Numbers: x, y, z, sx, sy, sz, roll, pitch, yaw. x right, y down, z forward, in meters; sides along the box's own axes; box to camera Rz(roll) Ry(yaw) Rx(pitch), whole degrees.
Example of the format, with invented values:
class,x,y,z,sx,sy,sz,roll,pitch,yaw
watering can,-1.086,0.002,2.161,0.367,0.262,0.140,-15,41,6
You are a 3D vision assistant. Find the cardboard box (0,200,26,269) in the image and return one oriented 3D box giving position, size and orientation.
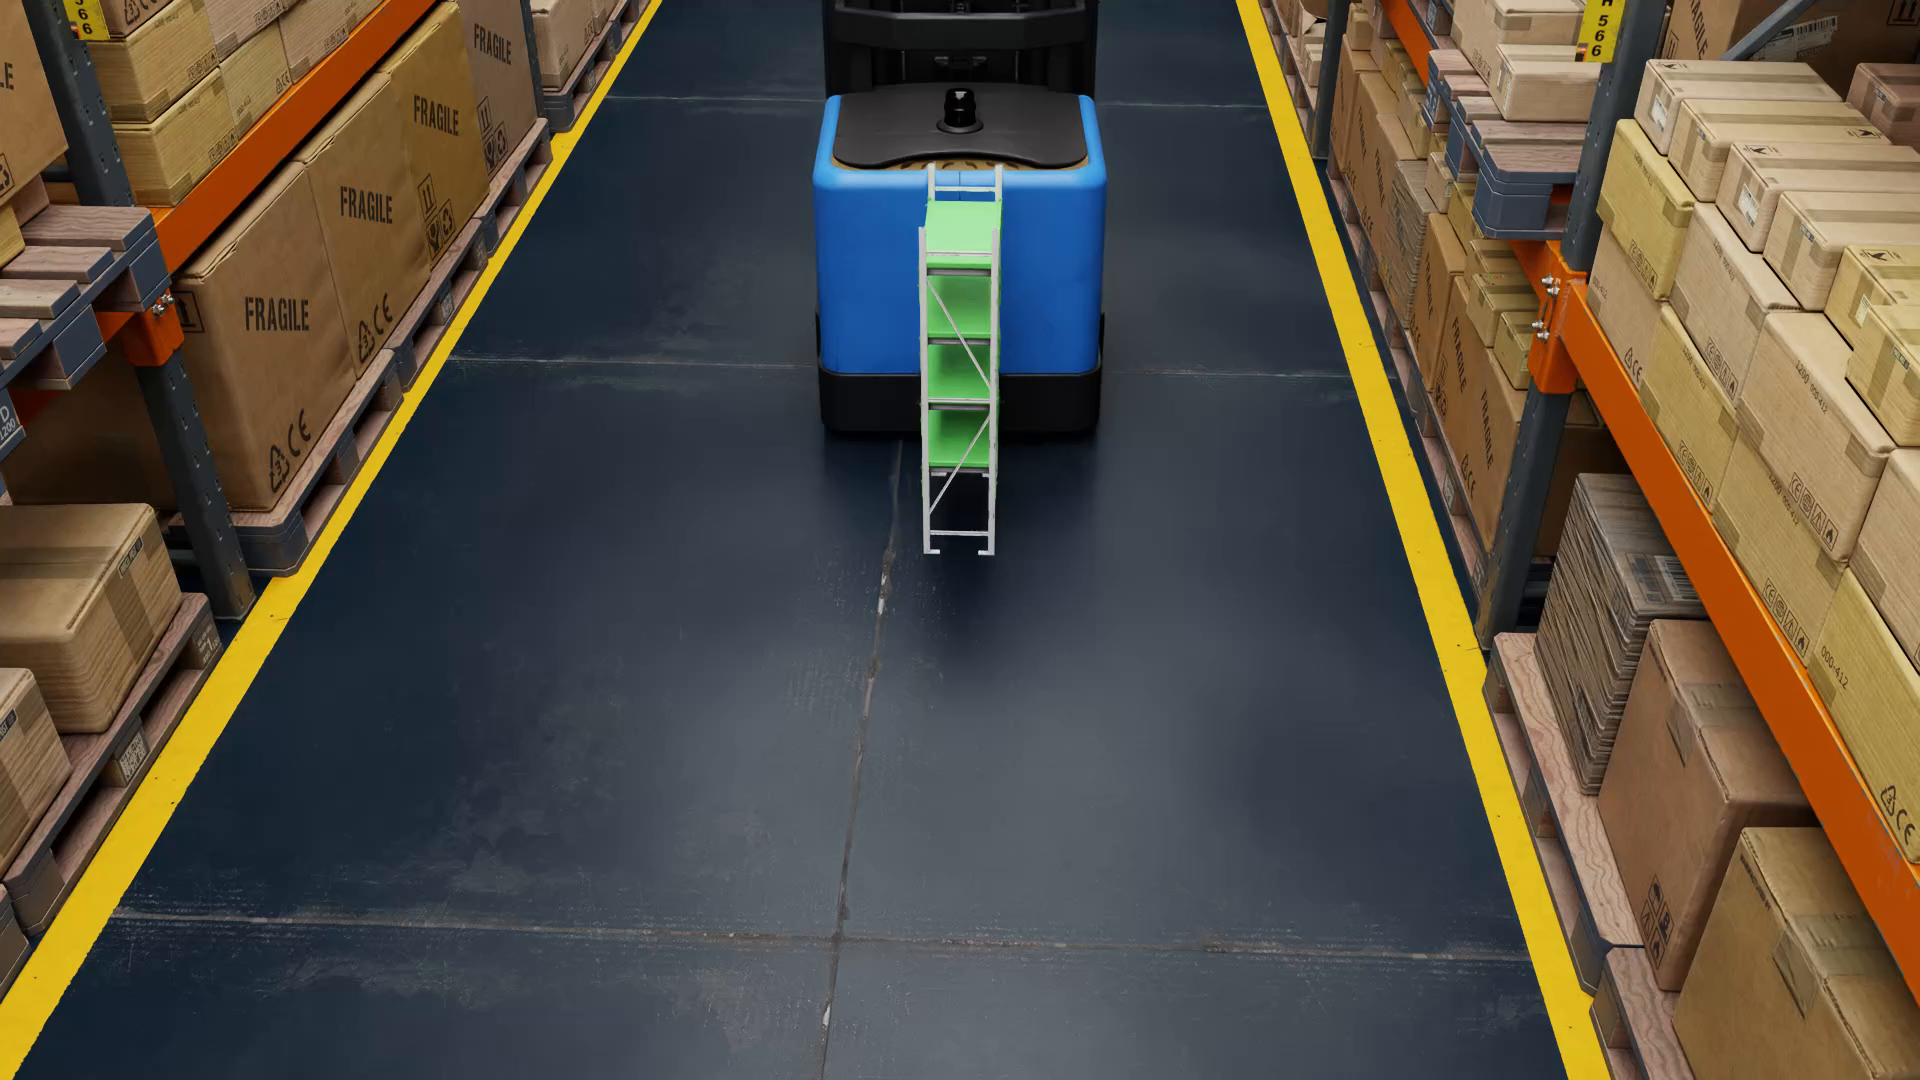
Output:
class,x,y,z,sx,sy,sz,roll,pitch,yaw
cardboard box,-2.530,-0.726,4.028,0.380,0.149,0.250,2,35,3

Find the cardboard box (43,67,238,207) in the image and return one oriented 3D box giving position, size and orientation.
class,x,y,z,sx,sy,sz,roll,pitch,yaw
cardboard box,-2.542,-1.221,5.008,0.500,0.250,0.500,1,35,1

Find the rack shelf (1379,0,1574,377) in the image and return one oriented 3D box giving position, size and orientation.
class,x,y,z,sx,sy,sz,roll,pitch,yaw
rack shelf,2.227,-1.749,6.255,1.077,0.370,4.000,1,35,2

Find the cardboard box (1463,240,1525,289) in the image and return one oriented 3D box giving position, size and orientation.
class,x,y,z,sx,sy,sz,roll,pitch,yaw
cardboard box,1.948,-0.906,5.675,0.380,0.149,0.250,0,35,0

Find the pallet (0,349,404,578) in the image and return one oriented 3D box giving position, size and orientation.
class,x,y,z,sx,sy,sz,roll,pitch,yaw
pallet,-2.706,-0.317,6.017,1.003,0.211,1.213,1,35,2

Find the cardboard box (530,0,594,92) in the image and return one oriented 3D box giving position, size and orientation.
class,x,y,z,sx,sy,sz,roll,pitch,yaw
cardboard box,-2.520,-2.786,8.969,0.875,0.438,0.875,1,35,1

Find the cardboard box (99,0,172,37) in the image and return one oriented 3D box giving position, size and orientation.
class,x,y,z,sx,sy,sz,roll,pitch,yaw
cardboard box,-2.549,-1.734,4.652,0.500,0.500,0.500,0,35,0

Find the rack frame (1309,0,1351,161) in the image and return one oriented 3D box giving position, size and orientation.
class,x,y,z,sx,sy,sz,roll,pitch,yaw
rack frame,2.307,-3.192,7.683,1.000,3.000,0.127,1,35,2

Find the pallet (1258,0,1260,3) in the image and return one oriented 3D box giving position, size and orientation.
class,x,y,z,sx,sy,sz,roll,pitch,yaw
pallet,2.434,-3.848,11.041,1.003,0.211,1.213,1,35,2

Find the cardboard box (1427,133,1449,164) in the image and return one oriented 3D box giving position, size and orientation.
class,x,y,z,sx,sy,sz,roll,pitch,yaw
cardboard box,2.055,-1.499,6.519,0.380,0.149,0.250,1,35,2

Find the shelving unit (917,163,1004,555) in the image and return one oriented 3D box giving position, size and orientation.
class,x,y,z,sx,sy,sz,roll,pitch,yaw
shelving unit,0.007,-0.586,5.540,0.258,1.200,0.503,1,35,2

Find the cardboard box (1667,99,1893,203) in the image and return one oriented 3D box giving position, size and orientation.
class,x,y,z,sx,sy,sz,roll,pitch,yaw
cardboard box,1.830,-0.871,3.729,0.380,0.149,0.250,2,35,3

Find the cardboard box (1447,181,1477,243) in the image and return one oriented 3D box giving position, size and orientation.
class,x,y,z,sx,sy,sz,roll,pitch,yaw
cardboard box,2.013,-1.200,6.093,0.380,0.149,0.250,1,35,1

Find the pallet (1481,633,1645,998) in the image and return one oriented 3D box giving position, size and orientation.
class,x,y,z,sx,sy,sz,roll,pitch,yaw
pallet,2.074,0.719,4.543,1.003,0.211,1.213,1,35,2

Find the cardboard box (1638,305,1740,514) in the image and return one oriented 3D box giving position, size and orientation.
class,x,y,z,sx,sy,sz,roll,pitch,yaw
cardboard box,1.859,-0.295,3.691,0.500,0.250,0.500,1,35,1

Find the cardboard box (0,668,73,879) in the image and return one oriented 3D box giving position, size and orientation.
class,x,y,z,sx,sy,sz,roll,pitch,yaw
cardboard box,-2.868,0.645,4.143,0.950,0.372,0.625,1,35,1

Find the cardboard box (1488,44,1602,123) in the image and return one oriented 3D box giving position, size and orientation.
class,x,y,z,sx,sy,sz,roll,pitch,yaw
cardboard box,1.789,-1.349,4.914,0.380,0.149,0.250,2,35,3

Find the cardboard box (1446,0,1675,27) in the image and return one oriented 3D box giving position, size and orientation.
class,x,y,z,sx,sy,sz,roll,pitch,yaw
cardboard box,2.027,-2.050,5.603,0.797,0.503,0.637,1,35,1

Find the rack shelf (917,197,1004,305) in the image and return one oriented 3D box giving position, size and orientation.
class,x,y,z,sx,sy,sz,roll,pitch,yaw
rack shelf,0.007,-0.926,5.301,0.258,0.148,0.480,1,35,2

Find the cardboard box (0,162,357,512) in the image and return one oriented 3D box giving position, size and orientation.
class,x,y,z,sx,sy,sz,roll,pitch,yaw
cardboard box,-2.703,-0.704,5.626,0.875,0.875,0.875,1,35,1

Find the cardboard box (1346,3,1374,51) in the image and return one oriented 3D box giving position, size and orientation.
class,x,y,z,sx,sy,sz,roll,pitch,yaw
cardboard box,2.027,-2.407,7.810,0.380,0.149,0.250,3,35,4

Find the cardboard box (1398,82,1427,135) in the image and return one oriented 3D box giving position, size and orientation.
class,x,y,z,sx,sy,sz,roll,pitch,yaw
cardboard box,2.049,-1.798,6.944,0.380,0.149,0.250,1,35,2

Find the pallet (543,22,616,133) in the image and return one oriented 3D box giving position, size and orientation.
class,x,y,z,sx,sy,sz,roll,pitch,yaw
pallet,-2.544,-2.599,9.264,1.003,0.211,1.213,1,35,2

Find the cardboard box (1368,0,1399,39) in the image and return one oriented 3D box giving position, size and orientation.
class,x,y,z,sx,sy,sz,roll,pitch,yaw
cardboard box,2.064,-2.378,7.511,0.380,0.149,0.250,0,35,0

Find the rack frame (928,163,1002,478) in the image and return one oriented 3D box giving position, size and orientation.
class,x,y,z,sx,sy,sz,roll,pitch,yaw
rack frame,0.016,-0.726,5.740,0.240,1.200,0.015,1,35,2

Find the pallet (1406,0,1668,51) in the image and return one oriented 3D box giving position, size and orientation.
class,x,y,z,sx,sy,sz,roll,pitch,yaw
pallet,2.220,-1.933,6.059,1.003,0.211,1.213,1,35,2

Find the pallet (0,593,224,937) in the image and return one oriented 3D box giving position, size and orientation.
class,x,y,z,sx,sy,sz,roll,pitch,yaw
pallet,-2.846,0.583,4.736,1.003,0.211,1.213,1,35,2

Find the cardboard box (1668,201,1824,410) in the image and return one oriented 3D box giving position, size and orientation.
class,x,y,z,sx,sy,sz,roll,pitch,yaw
cardboard box,1.863,-0.500,3.549,0.500,0.250,0.500,2,35,3

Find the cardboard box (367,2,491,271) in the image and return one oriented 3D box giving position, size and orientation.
class,x,y,z,sx,sy,sz,roll,pitch,yaw
cardboard box,-2.626,-1.730,7.085,0.875,0.875,0.875,2,35,3

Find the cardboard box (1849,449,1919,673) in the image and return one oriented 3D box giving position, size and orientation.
class,x,y,z,sx,sy,sz,roll,pitch,yaw
cardboard box,1.829,0.094,2.703,0.500,0.250,0.500,2,35,3

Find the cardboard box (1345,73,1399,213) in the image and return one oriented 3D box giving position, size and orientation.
class,x,y,z,sx,sy,sz,roll,pitch,yaw
cardboard box,2.051,-1.762,7.458,0.500,0.500,0.500,1,35,1

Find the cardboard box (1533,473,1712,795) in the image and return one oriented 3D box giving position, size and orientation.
class,x,y,z,sx,sy,sz,roll,pitch,yaw
cardboard box,2.108,0.264,4.466,0.875,0.625,0.625,2,35,3

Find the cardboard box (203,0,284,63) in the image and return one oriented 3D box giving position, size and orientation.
class,x,y,z,sx,sy,sz,roll,pitch,yaw
cardboard box,-2.524,-1.732,5.301,0.500,0.250,0.500,2,35,3

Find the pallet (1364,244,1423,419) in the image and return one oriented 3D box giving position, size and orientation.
class,x,y,z,sx,sy,sz,roll,pitch,yaw
pallet,2.266,-0.880,6.819,1.003,0.211,1.213,1,35,2

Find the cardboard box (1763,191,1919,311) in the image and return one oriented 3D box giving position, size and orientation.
class,x,y,z,sx,sy,sz,roll,pitch,yaw
cardboard box,1.847,-0.572,3.304,0.380,0.149,0.250,2,35,2

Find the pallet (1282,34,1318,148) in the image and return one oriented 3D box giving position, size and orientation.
class,x,y,z,sx,sy,sz,roll,pitch,yaw
pallet,2.336,-2.446,9.047,1.003,0.211,1.213,1,35,2

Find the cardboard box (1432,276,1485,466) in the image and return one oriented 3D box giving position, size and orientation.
class,x,y,z,sx,sy,sz,roll,pitch,yaw
cardboard box,1.979,-0.578,5.773,0.500,0.500,0.500,1,35,1

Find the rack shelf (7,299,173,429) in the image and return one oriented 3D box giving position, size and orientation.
class,x,y,z,sx,sy,sz,roll,pitch,yaw
rack shelf,-2.894,0.437,3.145,1.077,0.370,4.000,1,35,2

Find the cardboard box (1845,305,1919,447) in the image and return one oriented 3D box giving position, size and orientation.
class,x,y,z,sx,sy,sz,roll,pitch,yaw
cardboard box,1.798,-0.282,2.892,0.380,0.149,0.250,2,35,3

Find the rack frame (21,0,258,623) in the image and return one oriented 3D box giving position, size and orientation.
class,x,y,z,sx,sy,sz,roll,pitch,yaw
rack frame,-2.813,-1.007,4.573,1.000,3.000,0.127,1,35,2

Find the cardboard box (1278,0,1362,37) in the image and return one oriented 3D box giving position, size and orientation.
class,x,y,z,sx,sy,sz,roll,pitch,yaw
cardboard box,2.234,-3.204,9.508,0.700,0.500,0.500,0,35,0

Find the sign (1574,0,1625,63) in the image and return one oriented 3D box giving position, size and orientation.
class,x,y,z,sx,sy,sz,roll,pitch,yaw
sign,1.604,-1.342,4.113,0.100,0.325,0.005,1,35,2

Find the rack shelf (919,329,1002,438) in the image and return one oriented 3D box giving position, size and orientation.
class,x,y,z,sx,sy,sz,roll,pitch,yaw
rack shelf,0.007,-0.534,5.577,0.258,0.148,0.480,1,35,2

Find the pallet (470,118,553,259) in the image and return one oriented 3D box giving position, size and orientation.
class,x,y,z,sx,sy,sz,roll,pitch,yaw
pallet,-2.608,-1.719,8.012,1.003,0.211,1.213,1,35,2

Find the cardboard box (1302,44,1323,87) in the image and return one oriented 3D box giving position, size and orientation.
class,x,y,z,sx,sy,sz,roll,pitch,yaw
cardboard box,2.036,-2.524,8.847,0.380,0.149,0.250,0,35,0

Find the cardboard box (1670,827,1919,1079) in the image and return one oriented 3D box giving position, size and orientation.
class,x,y,z,sx,sy,sz,roll,pitch,yaw
cardboard box,2.063,1.026,3.381,0.875,0.625,0.625,0,35,0

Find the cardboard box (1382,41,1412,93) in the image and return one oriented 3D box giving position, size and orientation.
class,x,y,z,sx,sy,sz,roll,pitch,yaw
cardboard box,2.094,-2.098,7.371,0.380,0.149,0.250,0,35,-1

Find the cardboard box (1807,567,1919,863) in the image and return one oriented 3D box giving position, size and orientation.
class,x,y,z,sx,sy,sz,roll,pitch,yaw
cardboard box,1.823,0.300,2.846,0.500,0.250,0.500,2,35,3

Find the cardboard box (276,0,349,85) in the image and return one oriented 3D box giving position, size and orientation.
class,x,y,z,sx,sy,sz,roll,pitch,yaw
cardboard box,-2.512,-1.817,5.857,0.500,0.250,0.500,2,35,3

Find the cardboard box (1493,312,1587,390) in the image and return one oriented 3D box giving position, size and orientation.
class,x,y,z,sx,sy,sz,roll,pitch,yaw
cardboard box,1.913,-0.598,5.237,0.380,0.149,0.250,0,35,0

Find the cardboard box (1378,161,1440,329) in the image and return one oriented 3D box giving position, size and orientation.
class,x,y,z,sx,sy,sz,roll,pitch,yaw
cardboard box,2.000,-1.178,6.626,0.500,0.500,0.500,0,35,0

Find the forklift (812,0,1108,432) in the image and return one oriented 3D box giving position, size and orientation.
class,x,y,z,sx,sy,sz,roll,pitch,yaw
forklift,0.000,-2.414,6.636,1.130,2.935,3.031,0,35,0
